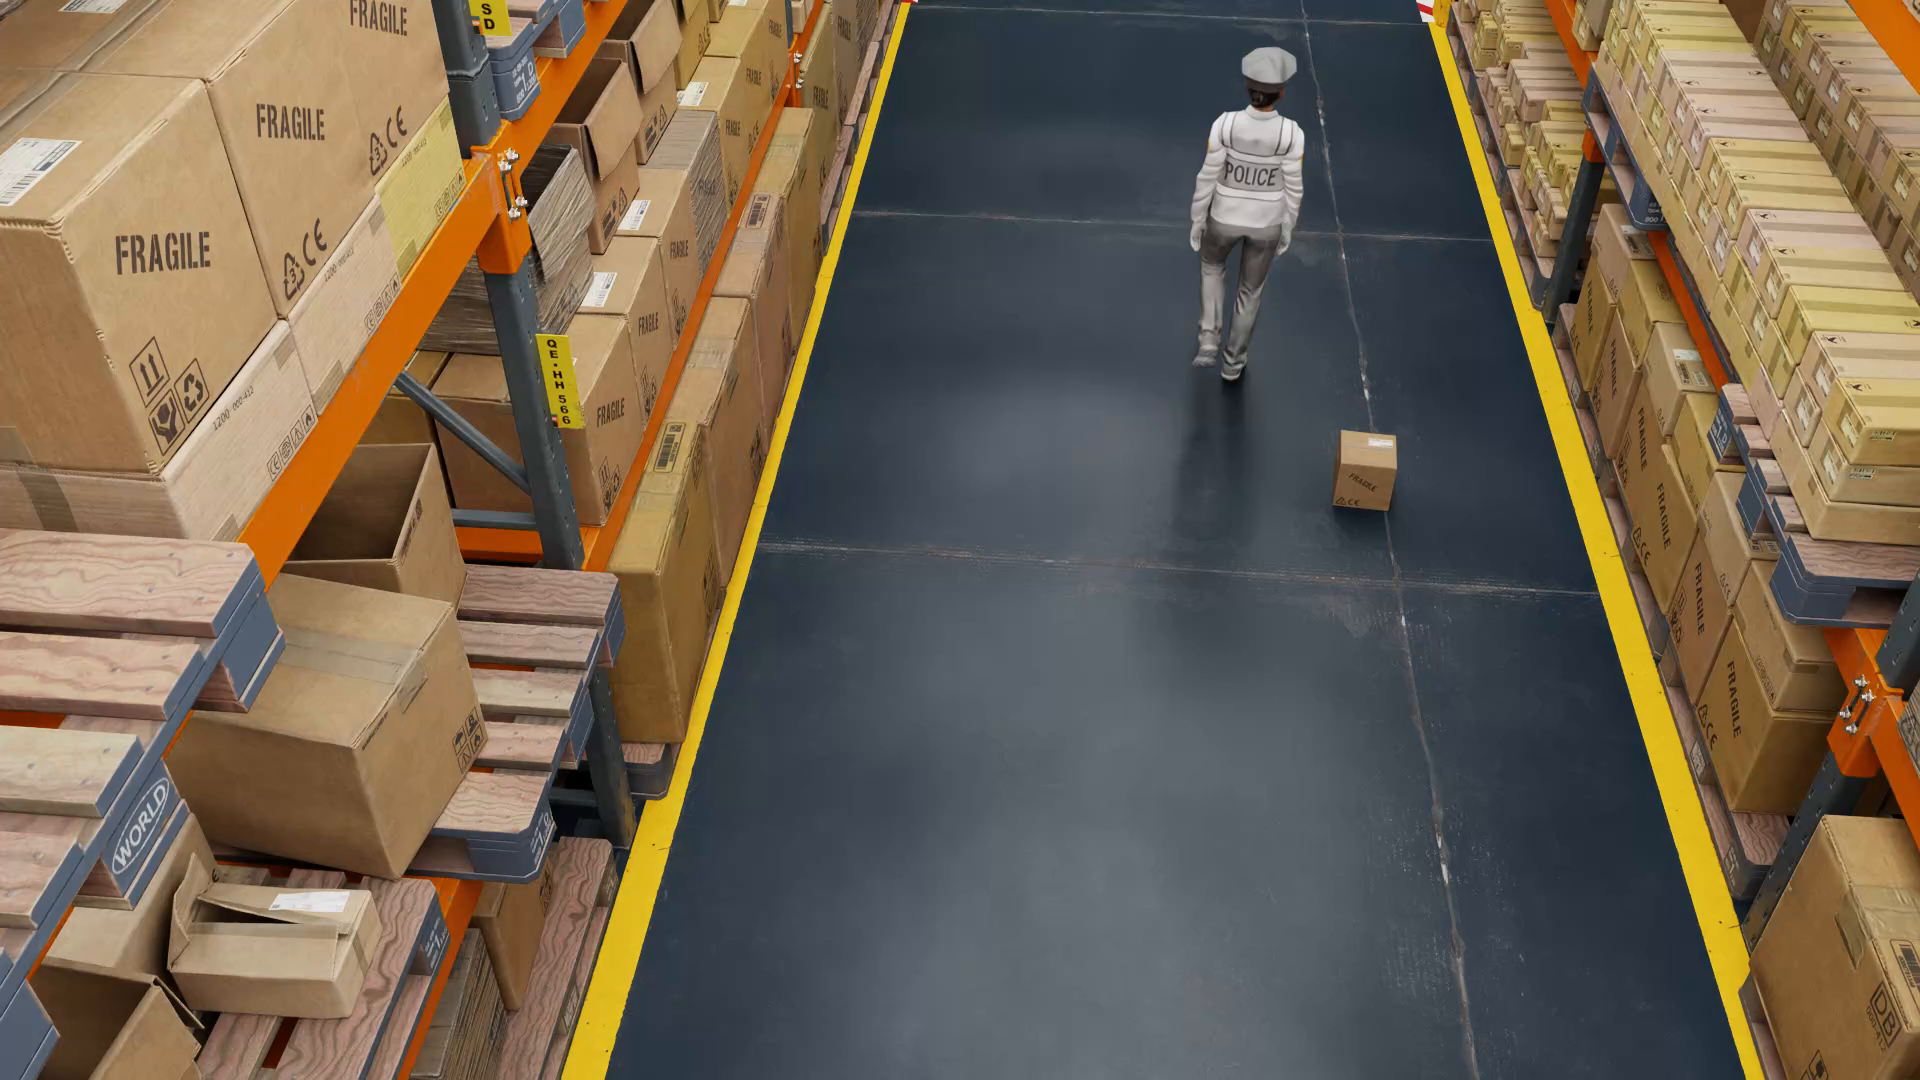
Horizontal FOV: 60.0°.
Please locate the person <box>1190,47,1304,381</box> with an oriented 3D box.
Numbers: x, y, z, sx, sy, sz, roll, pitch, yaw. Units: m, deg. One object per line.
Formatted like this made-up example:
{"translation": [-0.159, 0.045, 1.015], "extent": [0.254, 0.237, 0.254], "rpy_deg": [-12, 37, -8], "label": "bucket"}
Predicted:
{"translation": [1.351, -1.516, 7.895], "extent": [0.508, 1.667, 0.433], "rpy_deg": [10, 41, 11], "label": "person"}
